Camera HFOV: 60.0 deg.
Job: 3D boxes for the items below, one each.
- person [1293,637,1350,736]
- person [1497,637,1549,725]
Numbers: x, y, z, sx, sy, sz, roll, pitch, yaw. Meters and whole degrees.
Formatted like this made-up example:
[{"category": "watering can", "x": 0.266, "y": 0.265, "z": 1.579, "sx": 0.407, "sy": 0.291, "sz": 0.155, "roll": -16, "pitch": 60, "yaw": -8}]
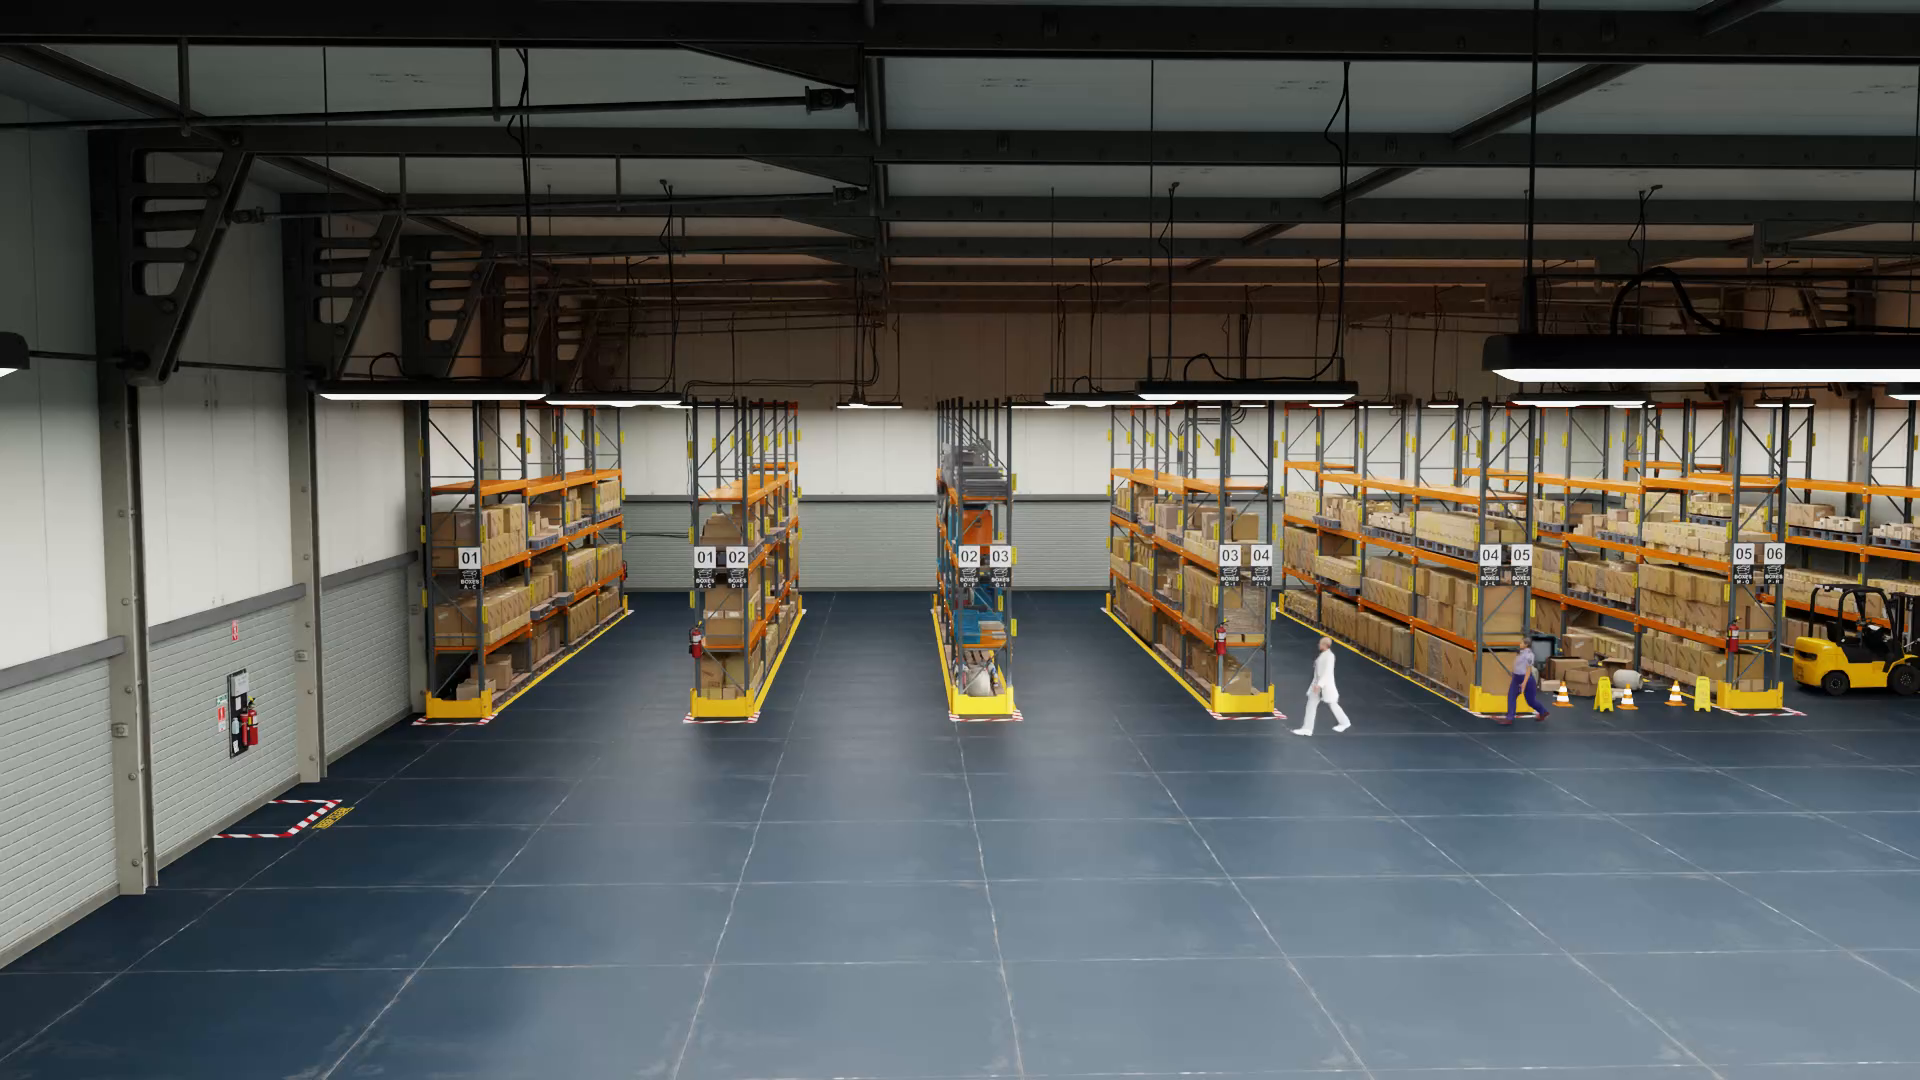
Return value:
[{"category": "person", "x": 6.416, "y": 2.561, "z": 29.374, "sx": 1.080, "sy": 1.703, "sz": 0.517, "roll": -3, "pitch": 5, "yaw": -34}, {"category": "person", "x": 10.299, "y": 2.571, "z": 30.336, "sx": 0.900, "sy": 1.614, "sz": 0.467, "roll": -2, "pitch": 5, "yaw": -26}]
